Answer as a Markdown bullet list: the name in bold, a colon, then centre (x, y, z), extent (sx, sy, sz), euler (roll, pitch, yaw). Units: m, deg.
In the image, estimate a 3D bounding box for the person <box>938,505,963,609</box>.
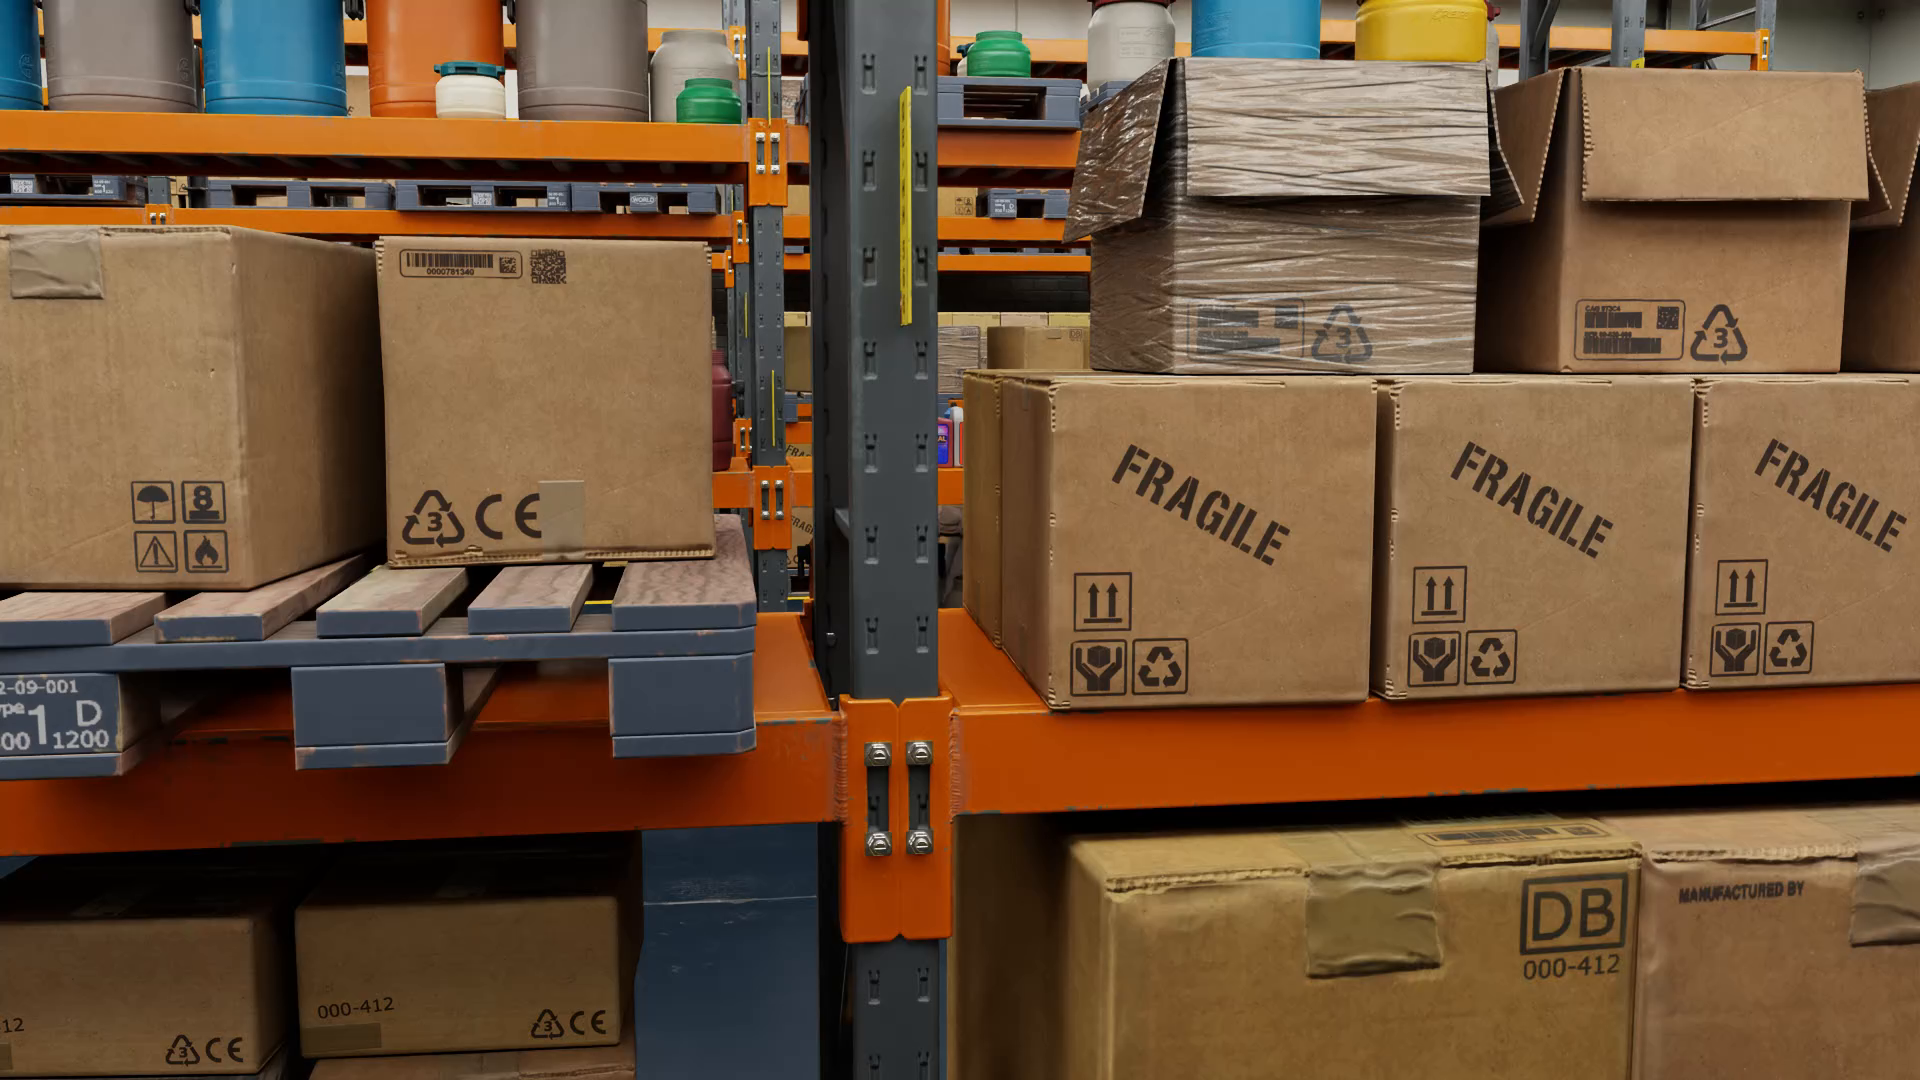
- **person**: centre (-0.180, 0.141, 9.345), extent (0.886, 1.271, 0.431), euler (-1, 7, -12)
